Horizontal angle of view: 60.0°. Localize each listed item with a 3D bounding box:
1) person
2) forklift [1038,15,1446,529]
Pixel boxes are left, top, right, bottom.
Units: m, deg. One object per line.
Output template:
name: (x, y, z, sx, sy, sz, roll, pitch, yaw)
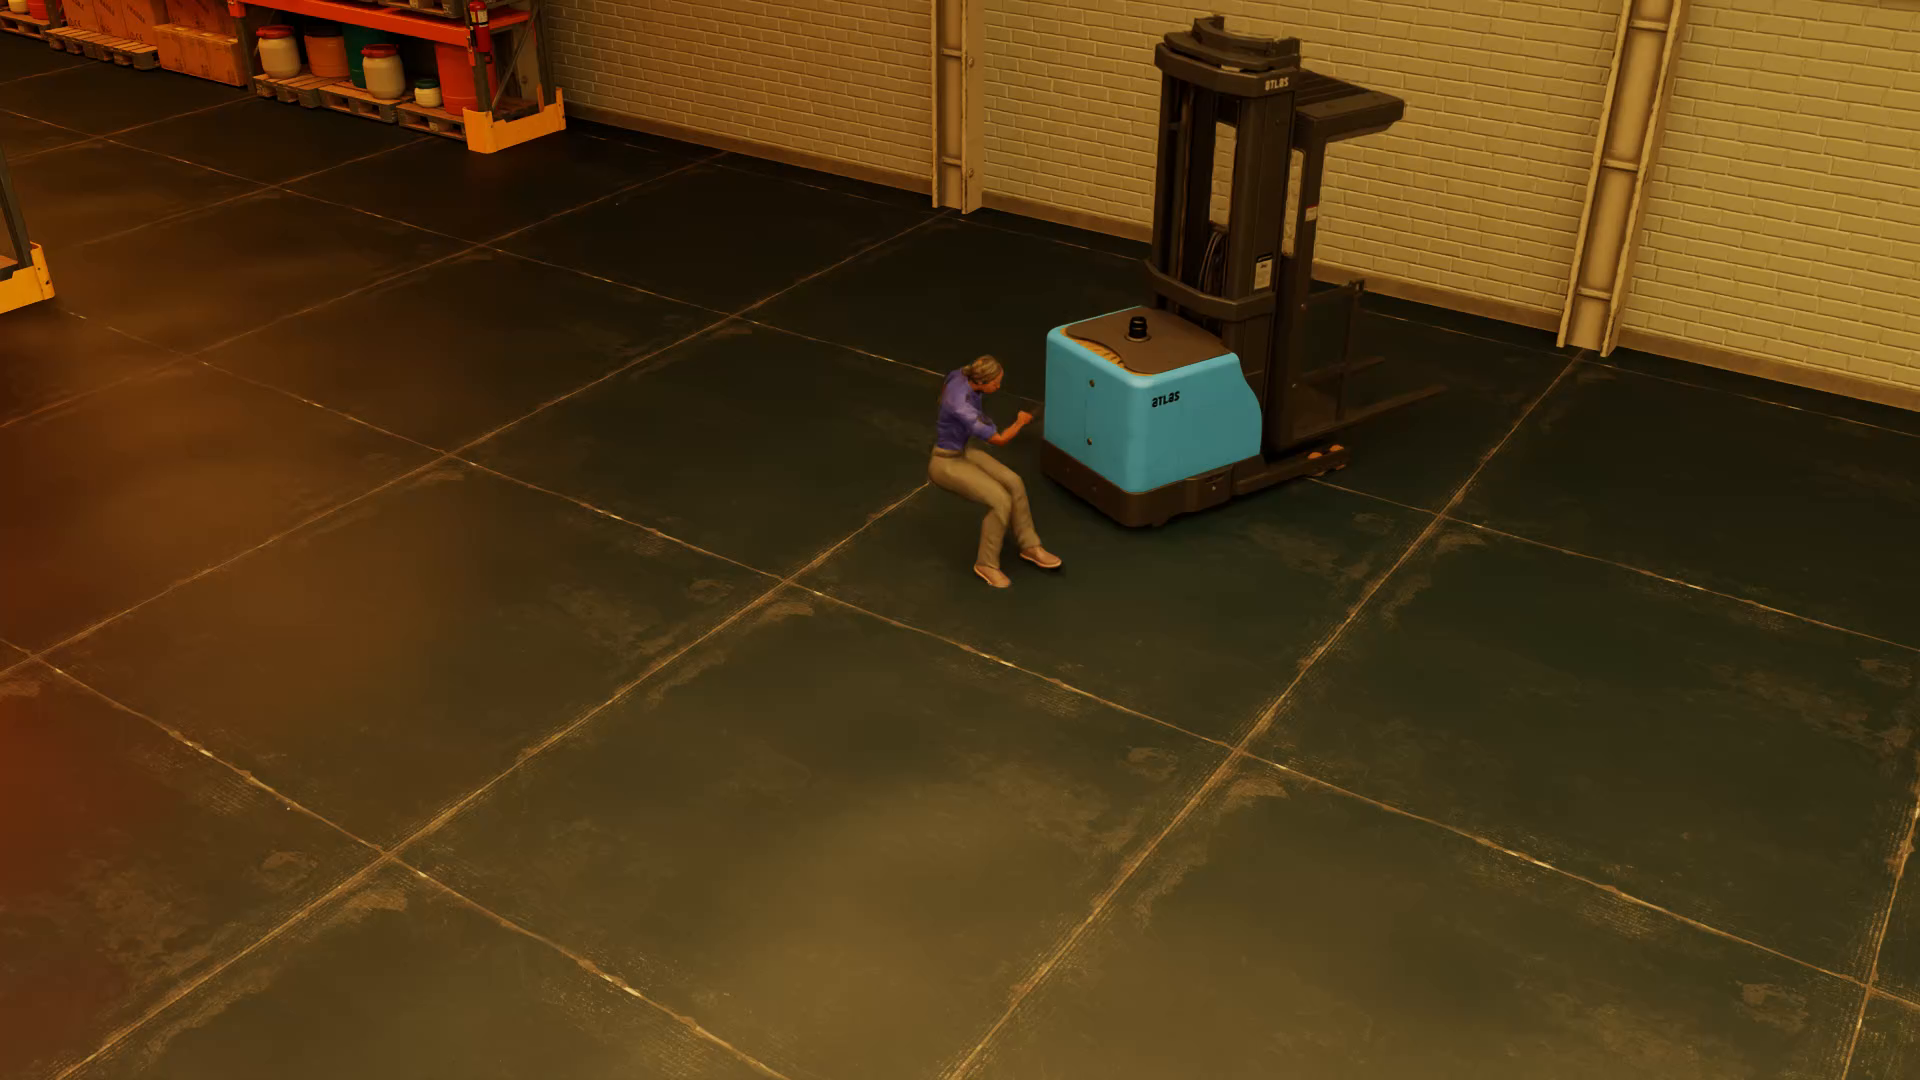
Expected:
person: (0.137, -0.553, 10.180, 0.899, 1.367, 1.127, 2, 30, 4)
forklift: (2.038, -1.891, 10.838, 3.031, 2.935, 1.130, -18, 35, -28)
